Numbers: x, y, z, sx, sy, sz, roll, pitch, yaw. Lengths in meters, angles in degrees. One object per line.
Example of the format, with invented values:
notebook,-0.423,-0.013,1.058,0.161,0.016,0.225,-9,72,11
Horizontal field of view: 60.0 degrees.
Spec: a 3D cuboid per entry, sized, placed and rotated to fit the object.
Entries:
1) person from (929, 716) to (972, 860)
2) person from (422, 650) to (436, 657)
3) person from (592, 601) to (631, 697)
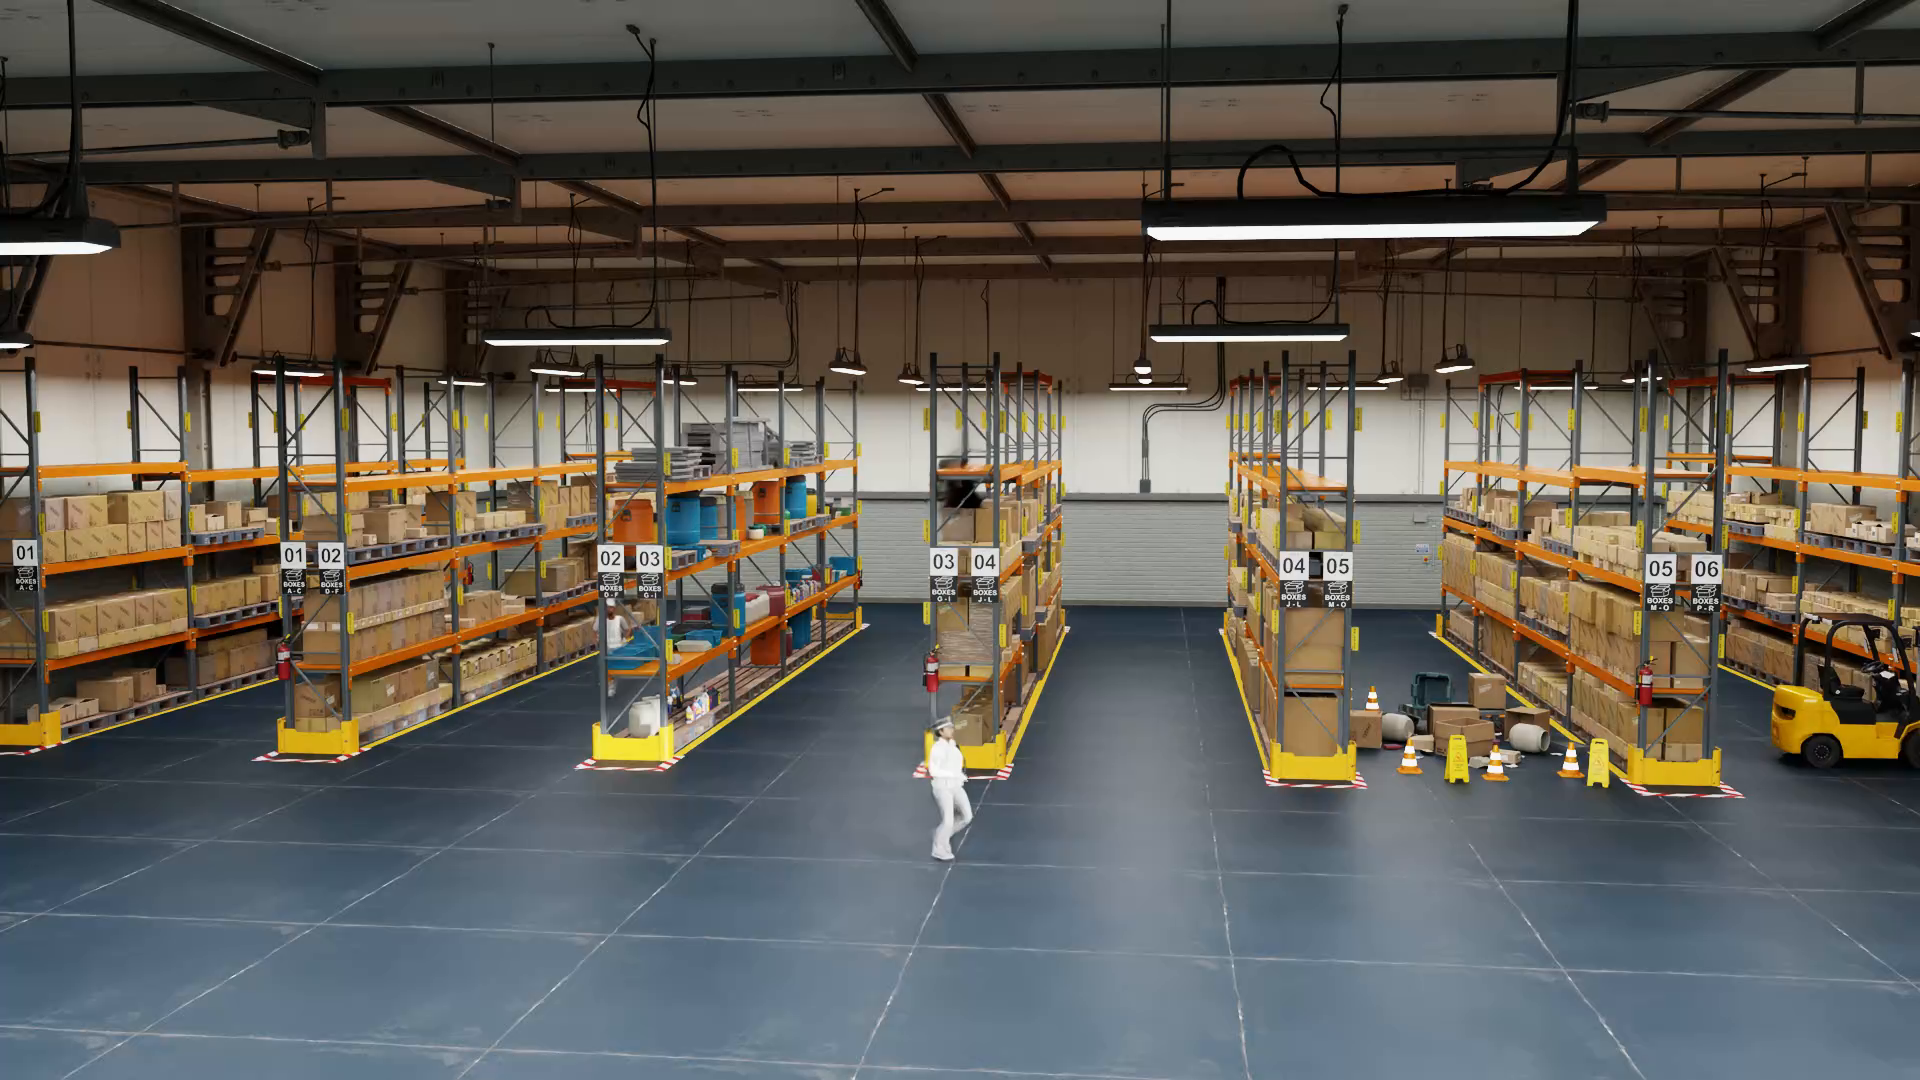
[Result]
person,-0.085,2.826,18.954,0.554,1.649,0.602,3,5,34
person,-11.176,1.683,34.717,0.692,1.720,0.591,0,4,-1
person,-6.397,1.979,30.460,0.692,1.746,0.789,0,4,-2
